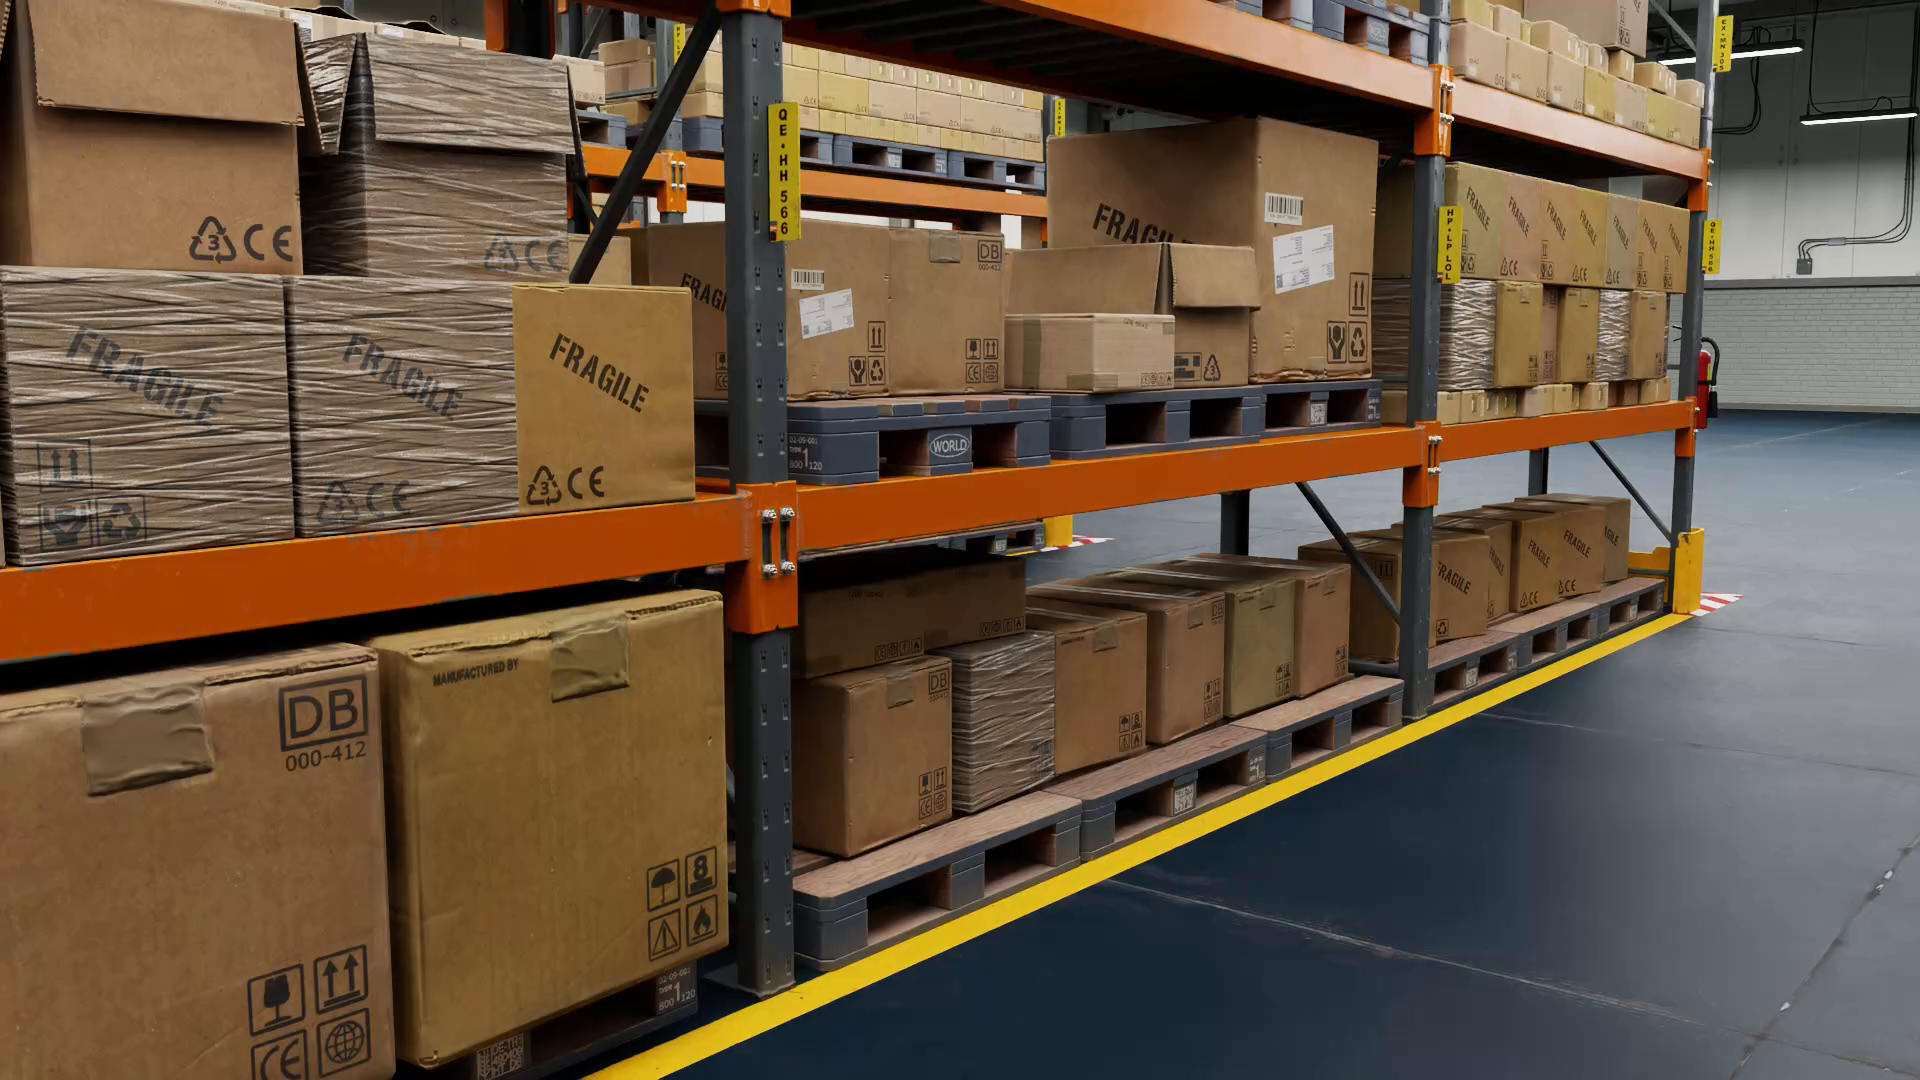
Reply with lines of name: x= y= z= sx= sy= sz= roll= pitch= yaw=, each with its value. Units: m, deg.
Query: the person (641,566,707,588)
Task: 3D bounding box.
person: x=-1.293 y=-0.070 z=7.961 sx=0.427 sy=1.634 sz=0.453 roll=2 pitch=7 yaw=13
